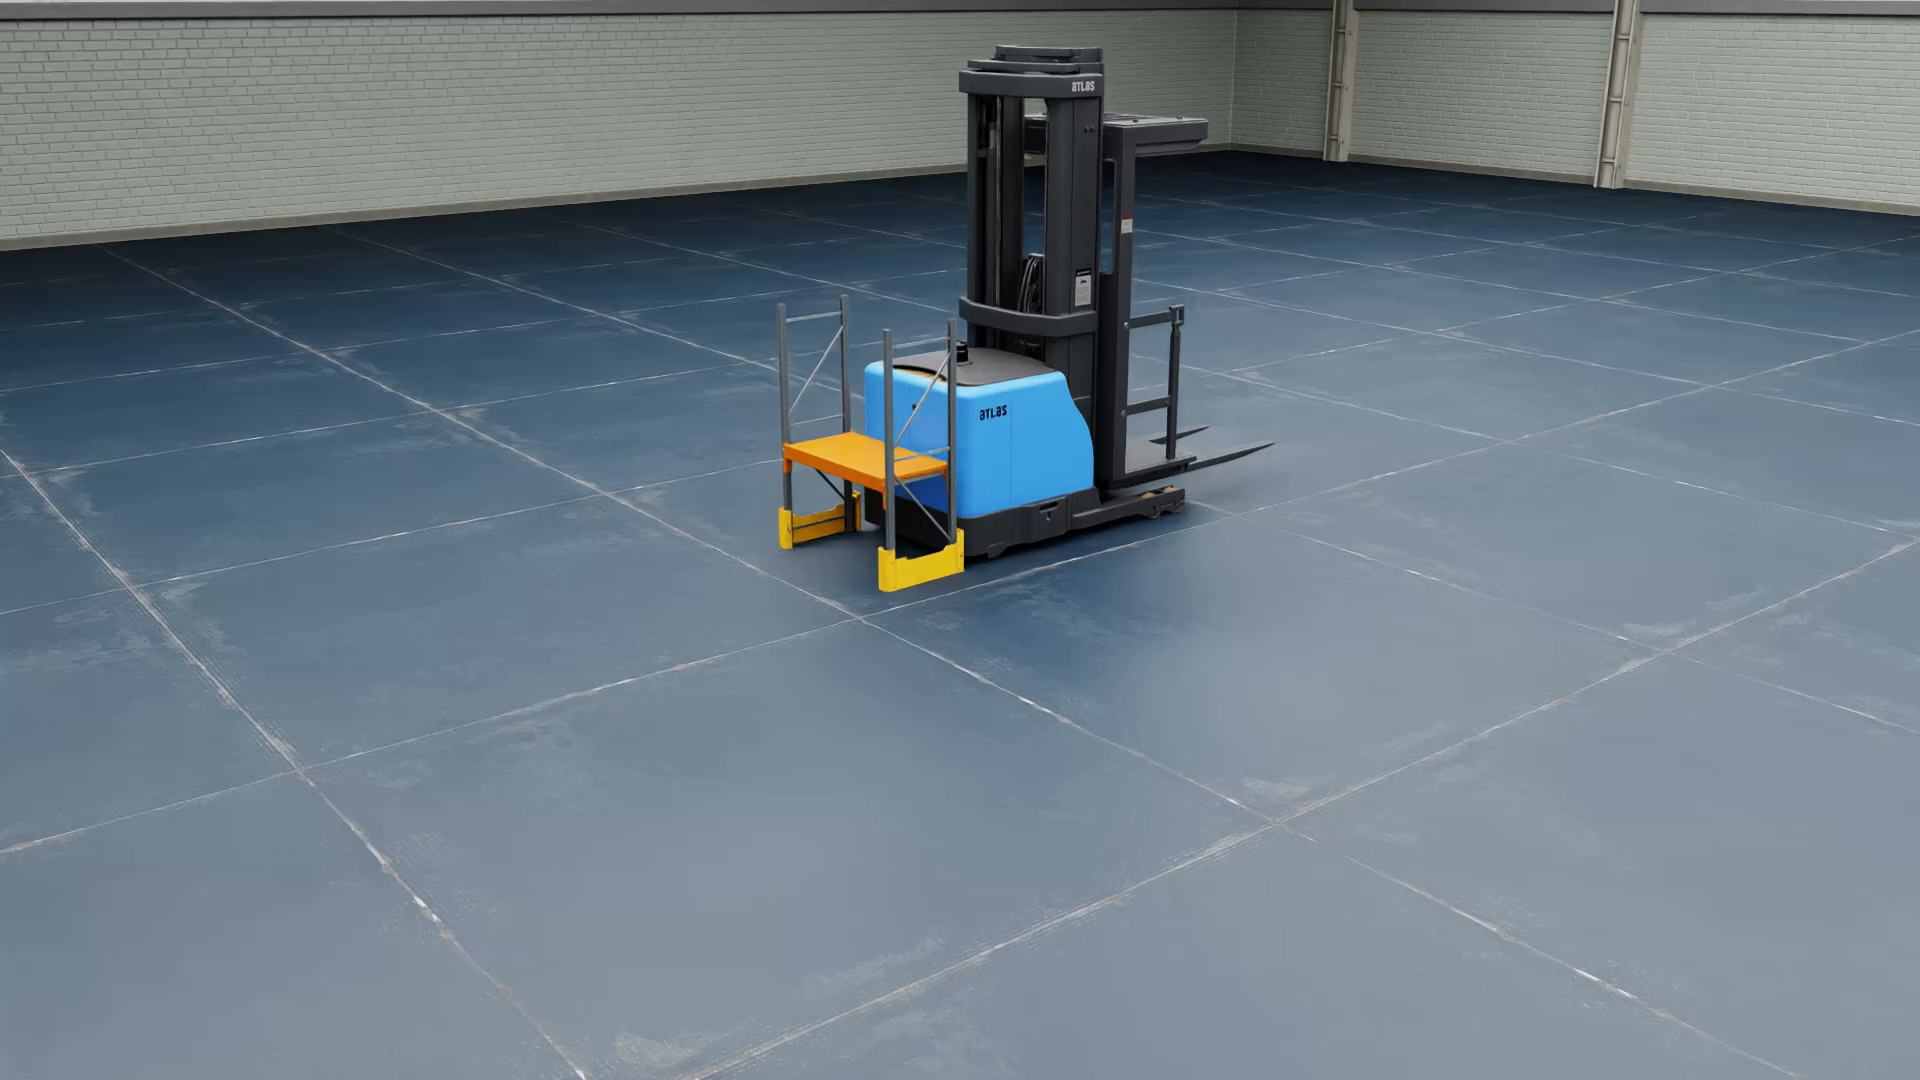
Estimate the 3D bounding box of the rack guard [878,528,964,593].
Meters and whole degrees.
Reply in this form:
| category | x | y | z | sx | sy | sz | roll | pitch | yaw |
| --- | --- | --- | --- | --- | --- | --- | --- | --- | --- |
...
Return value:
| category | x | y | z | sx | sy | sz | roll | pitch | yaw |
| --- | --- | --- | --- | --- | --- | --- | --- | --- | --- |
| rack guard | -0.221 | 0.114 | 9.620 | 0.587 | 0.250 | 0.087 | -15 | 23 | -38 |

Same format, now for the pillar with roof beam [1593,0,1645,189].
| category | x | y | z | sx | sy | sz | roll | pitch | yaw |
| --- | --- | --- | --- | --- | --- | --- | --- | --- | --- |
| pillar with roof beam | 7.875 | -9.552 | 24.895 | 9.100 | 9.000 | 0.400 | -14 | 23 | -36 |

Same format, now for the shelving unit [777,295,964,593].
| category | x | y | z | sx | sy | sz | roll | pitch | yaw |
| --- | --- | --- | --- | --- | --- | --- | --- | --- | --- |
| shelving unit | -0.543 | -0.598 | 9.784 | 0.587 | 1.500 | 1.083 | -15 | 23 | -38 |

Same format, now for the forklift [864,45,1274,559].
| category | x | y | z | sx | sy | sz | roll | pitch | yaw |
| --- | --- | --- | --- | --- | --- | --- | --- | --- | --- |
| forklift | 0.848 | -1.642 | 10.660 | 3.031 | 2.935 | 1.130 | -15 | 23 | -38 |

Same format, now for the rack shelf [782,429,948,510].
| category | x | y | z | sx | sy | sz | roll | pitch | yaw |
| --- | --- | --- | --- | --- | --- | --- | --- | --- | --- |
| rack shelf | -0.549 | -0.430 | 9.847 | 0.538 | 0.185 | 1.000 | -15 | 23 | -38 |

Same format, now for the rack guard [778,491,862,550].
| category | x | y | z | sx | sy | sz | roll | pitch | yaw |
| --- | --- | --- | --- | --- | --- | --- | --- | --- | --- |
| rack guard | -0.866 | -0.124 | 10.341 | 0.587 | 0.250 | 0.087 | -15 | 23 | -38 |

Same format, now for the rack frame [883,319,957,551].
| category | x | y | z | sx | sy | sz | roll | pitch | yaw |
| --- | --- | --- | --- | --- | --- | --- | --- | --- | --- |
| rack frame | -0.220 | -0.479 | 9.422 | 0.500 | 1.500 | 0.032 | -15 | 23 | -38 |

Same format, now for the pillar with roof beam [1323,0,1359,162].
| category | x | y | z | sx | sy | sz | roll | pitch | yaw |
| --- | --- | --- | --- | --- | --- | --- | --- | --- | --- |
| pillar with roof beam | 4.149 | -11.031 | 29.360 | 9.100 | 9.000 | 0.400 | -14 | 23 | -36 |

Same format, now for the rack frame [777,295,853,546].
| category | x | y | z | sx | sy | sz | roll | pitch | yaw |
| --- | --- | --- | --- | --- | --- | --- | --- | --- | --- |
| rack frame | -0.878 | -0.722 | 10.158 | 0.500 | 1.500 | 0.032 | -15 | 23 | -38 |
